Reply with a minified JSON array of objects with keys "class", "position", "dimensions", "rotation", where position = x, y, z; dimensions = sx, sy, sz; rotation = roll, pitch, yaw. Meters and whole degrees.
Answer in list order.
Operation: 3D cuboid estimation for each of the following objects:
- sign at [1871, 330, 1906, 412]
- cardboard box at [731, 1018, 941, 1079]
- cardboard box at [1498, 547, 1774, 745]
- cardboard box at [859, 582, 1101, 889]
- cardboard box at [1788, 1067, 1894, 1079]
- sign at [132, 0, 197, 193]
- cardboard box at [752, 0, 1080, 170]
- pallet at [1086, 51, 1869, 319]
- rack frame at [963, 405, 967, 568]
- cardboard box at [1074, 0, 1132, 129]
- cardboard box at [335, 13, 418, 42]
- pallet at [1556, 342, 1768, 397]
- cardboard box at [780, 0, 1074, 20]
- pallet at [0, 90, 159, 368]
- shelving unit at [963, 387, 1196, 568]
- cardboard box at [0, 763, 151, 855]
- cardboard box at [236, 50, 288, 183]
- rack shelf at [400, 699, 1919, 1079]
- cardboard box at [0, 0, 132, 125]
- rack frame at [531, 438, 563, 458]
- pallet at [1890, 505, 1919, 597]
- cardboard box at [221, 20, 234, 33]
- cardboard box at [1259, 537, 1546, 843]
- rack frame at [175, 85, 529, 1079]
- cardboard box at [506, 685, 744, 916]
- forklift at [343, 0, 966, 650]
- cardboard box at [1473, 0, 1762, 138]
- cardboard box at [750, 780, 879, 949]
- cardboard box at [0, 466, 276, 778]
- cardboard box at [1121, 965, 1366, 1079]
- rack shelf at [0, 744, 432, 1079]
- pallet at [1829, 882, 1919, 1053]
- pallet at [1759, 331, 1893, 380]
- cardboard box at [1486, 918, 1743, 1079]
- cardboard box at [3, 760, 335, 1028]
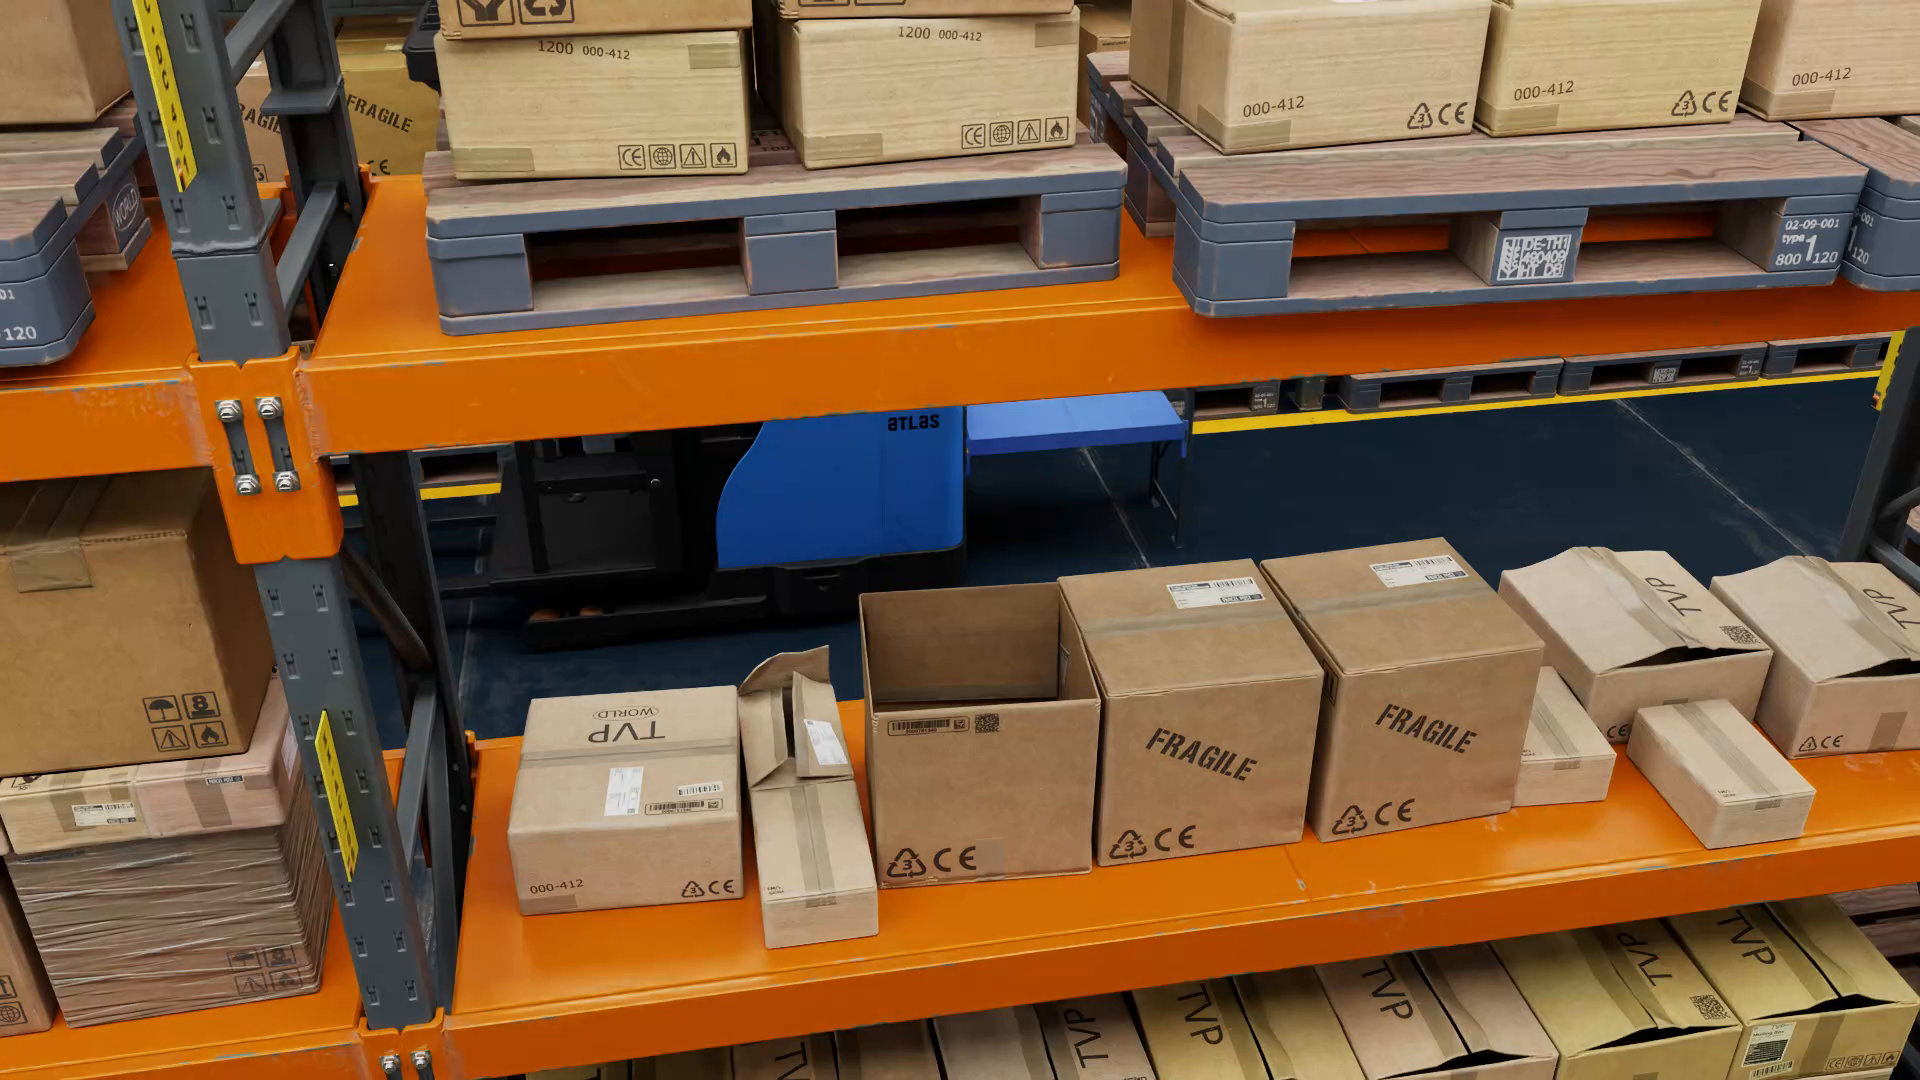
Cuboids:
[{"class":"sign","position":[2.583,-0.496,4.570],"dimensions":[0.005,0.325,0.100],"rotation":[-5,31,-9]},{"class":"cardboard box","position":[-0.300,1.410,4.139],"dimensions":[0.500,0.311,0.500],"rotation":[-6,31,-10]},{"class":"cardboard box","position":[1.775,0.262,4.433],"dimensions":[0.500,0.311,0.500],"rotation":[-6,31,-10]},{"class":"cardboard box","position":[0.032,0.450,3.926],"dimensions":[0.500,0.500,0.500],"rotation":[-3,31,-5]},{"class":"cardboard box","position":[2.216,1.412,4.687],"dimensions":[0.500,0.250,0.500],"rotation":[-5,31,-8]},{"class":"sign","position":[-1.143,-0.670,2.382],"dimensions":[0.005,0.325,0.100],"rotation":[-5,31,-9]},{"class":"cardboard box","position":[-0.097,-0.909,3.110],"dimensions":[0.500,0.250,0.500],"rotation":[-8,31,-14]},{"class":"pallet","position":[0.939,-0.763,3.315],"dimensions":[1.213,0.211,1.003],"rotation":[-4,31,-7]},{"class":"rack frame","position":[-0.027,-0.643,7.364],"dimensions":[0.032,1.500,0.500],"rotation":[-5,31,-8]},{"class":"cardboard box","position":[0.789,-2.351,8.257],"dimensions":[0.500,0.500,0.700],"rotation":[-8,31,-14]},{"class":"cardboard box","position":[-2.641,-2.194,7.911],"dimensions":[0.500,0.500,0.500],"rotation":[-6,31,-10]},{"class":"pallet","position":[3.781,-1.173,9.537],"dimensions":[1.213,0.211,1.003],"rotation":[-5,31,-9]},{"class":"cardboard box","position":[-0.075,-1.229,2.916],"dimensions":[0.500,0.500,0.500],"rotation":[-2,31,-4]},{"class":"pallet","position":[-2.079,-0.560,2.872],"dimensions":[1.213,0.211,1.003],"rotation":[-5,31,-9]},{"class":"shelving unit","position":[0.474,-0.687,7.439],"dimensions":[1.048,1.500,0.538],"rotation":[-5,31,-8]},{"class":"cardboard box","position":[-1.717,0.434,3.314],"dimensions":[0.250,0.149,0.380],"rotation":[-6,31,-10]},{"class":"cardboard box","position":[-3.040,-1.887,7.389],"dimensions":[0.500,0.500,0.500],"rotation":[-5,31,-9]},{"class":"rack shelf","position":[0.723,0.731,4.257],"dimensions":[4.000,0.370,1.077],"rotation":[-5,31,-9]},{"class":"cardboard box","position":[-1.788,-1.059,2.982],"dimensions":[0.500,0.500,0.500],"rotation":[-3,31,-5]},{"class":"rack frame","position":[-2.141,-1.866,7.964],"dimensions":[0.127,3.000,1.000],"rotation":[-5,31,-9]},{"class":"pallet","position":[3.344,0.224,4.598],"dimensions":[1.003,0.211,1.213],"rotation":[-5,31,-9]},{"class":"cardboard box","position":[-3.641,-2.106,7.761],"dimensions":[0.500,0.500,0.500],"rotation":[-4,31,-8]},{"class":"cardboard box","position":[1.042,0.357,4.085],"dimensions":[0.500,0.500,0.500],"rotation":[-7,31,-12]},{"class":"rack frame","position":[-1.245,0.604,3.764],"dimensions":[0.127,3.000,1.000],"rotation":[-5,31,-9]},{"class":"cardboard box","position":[-0.768,0.602,3.916],"dimensions":[0.500,0.250,0.500],"rotation":[-3,31,-6]},{"class":"forklift","position":[-1.539,-1.093,6.718],"dimensions":[3.031,2.935,1.130],"rotation":[-5,31,-8]},{"class":"cardboard box","position":[1.177,-0.998,3.262],"dimensions":[0.500,0.250,0.500],"rotation":[-6,31,-10]},{"class":"cardboard box","position":[-0.336,0.733,3.792],"dimensions":[0.250,0.149,0.380],"rotation":[-5,31,-9]},{"class":"cardboard box","position":[-1.680,0.045,3.336],"dimensions":[0.500,0.500,0.700],"rotation":[-5,31,-9]},{"class":"cardboard box","position":[0.719,1.312,4.305],"dimensions":[0.500,0.311,0.500],"rotation":[-4,31,-8]},{"class":"rack shelf","position":[-3.212,1.096,3.636],"dimensions":[4.000,0.370,1.077],"rotation":[-5,31,-9]},{"class":"pallet","position":[3.431,1.391,5.176],"dimensions":[1.213,0.211,1.003],"rotation":[-5,31,-9]},{"class":"pallet","position":[4.983,-1.286,9.729],"dimensions":[1.213,0.211,1.003],"rotation":[-5,31,-9]},{"class":"cardboard box","position":[1.709,1.222,4.457],"dimensions":[0.500,0.311,0.500],"rotation":[-6,31,-10]},{"class":"cardboard box","position":[-1.680,0.604,3.664],"dimensions":[0.500,0.500,0.700],"rotation":[-6,31,-10]}]
